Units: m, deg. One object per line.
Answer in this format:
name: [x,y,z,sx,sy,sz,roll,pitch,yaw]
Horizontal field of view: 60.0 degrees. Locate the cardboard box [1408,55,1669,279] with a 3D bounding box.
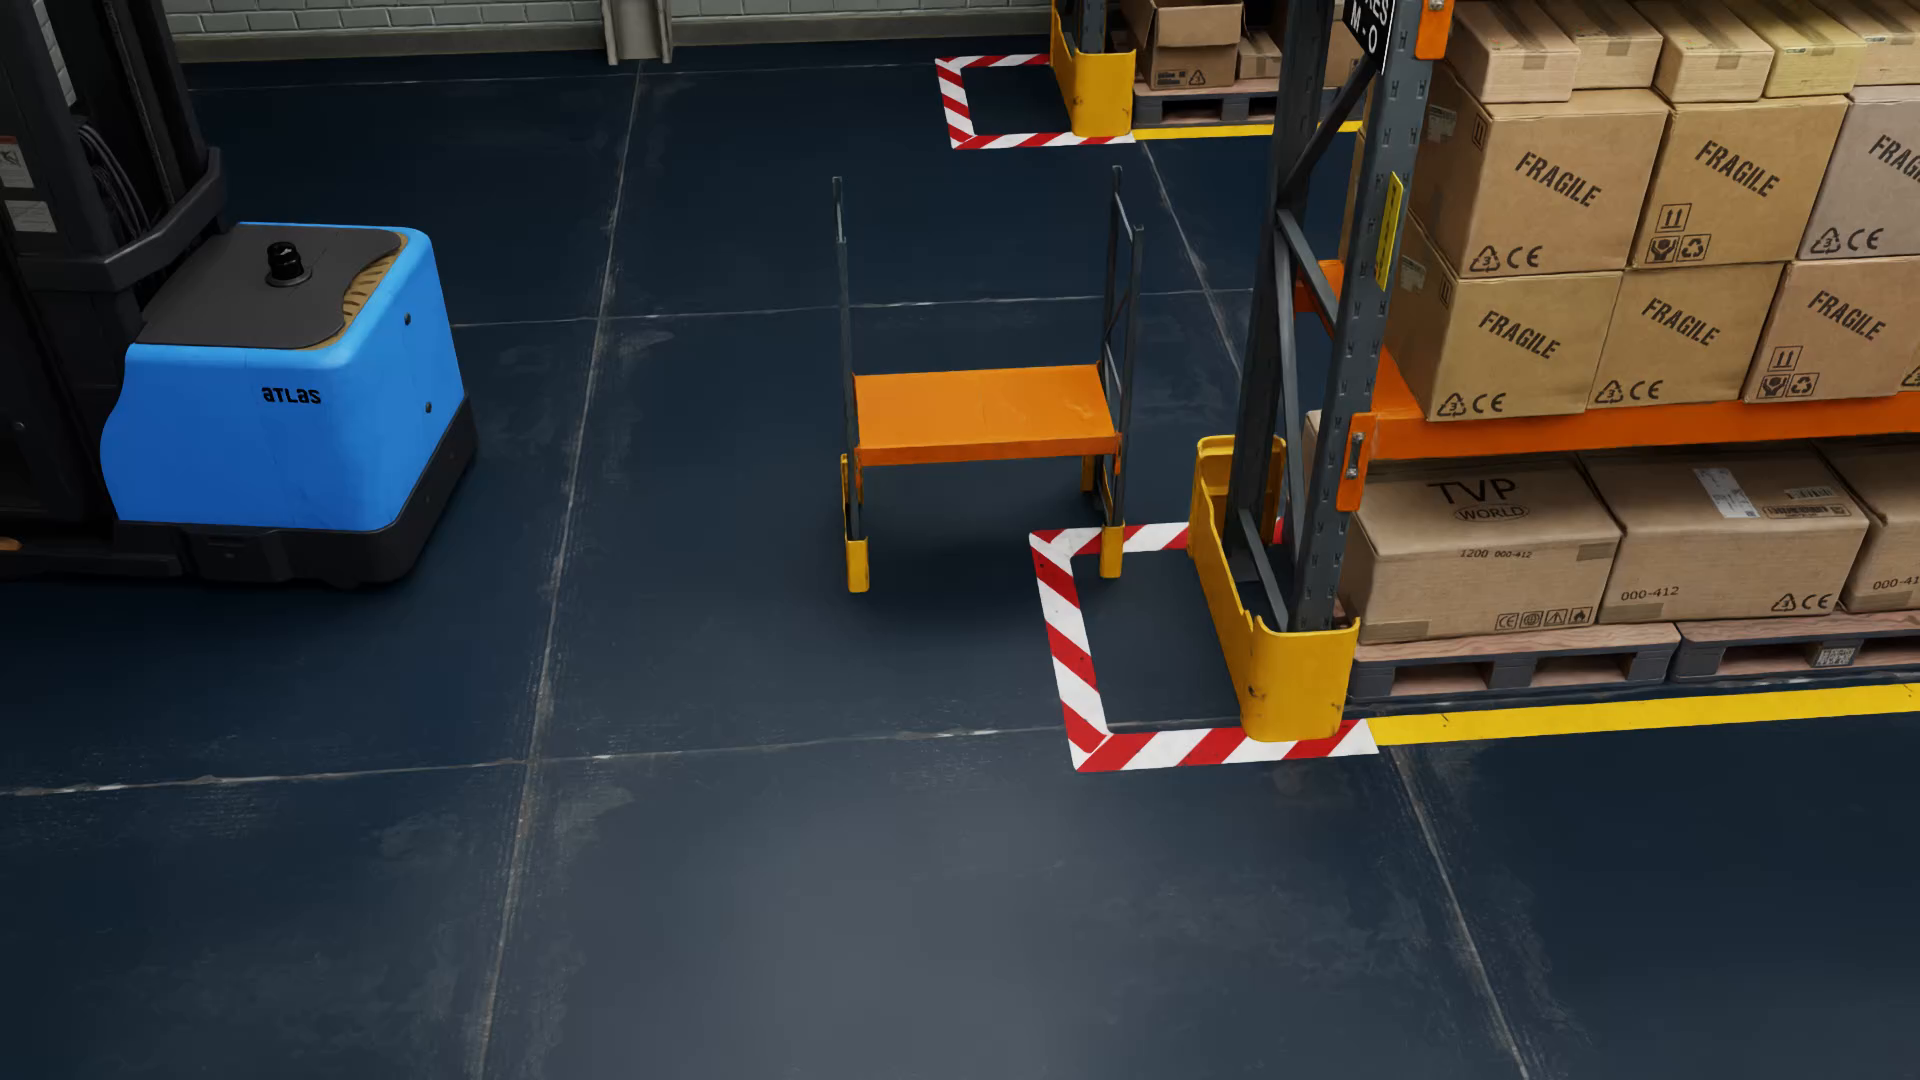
cardboard box: [1.659,-1.116,4.855,0.500,0.500,0.500,-4,38,-5]

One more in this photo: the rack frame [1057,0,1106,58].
rack frame: [0.712,-3.896,9.267,0.127,3.000,1.000,-3,38,-4]

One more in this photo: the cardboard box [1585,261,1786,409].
cardboard box: [2.161,-0.767,5.220,0.500,0.500,0.500,-4,38,-5]

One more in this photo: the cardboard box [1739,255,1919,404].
cardboard box: [2.669,-0.784,5.242,0.500,0.500,0.500,-3,38,-4]

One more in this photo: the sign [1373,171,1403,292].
sign: [1.199,-0.862,4.658,0.005,0.325,0.100,-3,38,-4]

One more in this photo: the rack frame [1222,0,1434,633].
rack frame: [1.156,-0.834,5.385,0.127,3.000,1.000,-3,38,-4]

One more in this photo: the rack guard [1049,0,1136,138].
rack guard: [0.788,-2.919,10.046,0.348,0.500,1.175,-3,38,-4]

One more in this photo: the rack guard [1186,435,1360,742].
rack guard: [1.132,0.149,6.158,0.348,0.500,1.175,-3,38,-4]

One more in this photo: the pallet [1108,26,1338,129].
pallet: [1.582,-2.850,10.192,1.213,0.211,1.003,-3,38,-4]

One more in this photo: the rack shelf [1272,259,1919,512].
rack shelf: [3.148,-0.661,5.747,4.000,0.370,1.077,-3,38,-4]

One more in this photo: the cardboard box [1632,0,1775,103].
cardboard box: [2.058,-1.371,4.654,0.250,0.149,0.380,-2,38,-3]

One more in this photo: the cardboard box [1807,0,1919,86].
cardboard box: [2.575,-1.443,4.746,0.250,0.149,0.380,-3,38,-4]

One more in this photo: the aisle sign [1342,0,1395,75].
aisle sign: [1.110,-1.672,4.348,0.004,0.787,0.394,-3,38,-4]

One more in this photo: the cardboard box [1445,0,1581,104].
cardboard box: [1.534,-1.369,4.652,0.250,0.149,0.380,-2,38,-3]

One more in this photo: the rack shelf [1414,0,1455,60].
rack shelf: [3.148,-1.839,4.818,4.000,0.370,1.077,-3,38,-4]

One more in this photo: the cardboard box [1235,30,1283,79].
cardboard box: [1.756,-2.916,9.987,0.250,0.149,0.380,-5,39,-6]

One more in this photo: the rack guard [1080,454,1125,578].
rack guard: [0.572,-0.130,6.712,0.087,0.250,0.587,-3,38,-4]

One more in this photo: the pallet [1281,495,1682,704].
pallet: [1.945,0.169,6.366,1.213,0.211,1.003,-3,38,-4]

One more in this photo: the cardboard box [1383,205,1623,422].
cardboard box: [1.659,-0.722,5.163,0.500,0.500,0.500,-3,38,-4]

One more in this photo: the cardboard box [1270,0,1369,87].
cardboard box: [2.185,-3.078,9.908,0.500,0.500,0.700,-2,38,-2]

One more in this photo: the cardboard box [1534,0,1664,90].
cardboard box: [1.788,-1.427,4.726,0.250,0.149,0.380,-2,38,-3]

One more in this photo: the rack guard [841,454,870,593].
rack guard: [-0.420,-0.075,6.643,0.087,0.250,0.587,-3,38,-4]

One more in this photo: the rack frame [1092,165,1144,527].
rack frame: [0.591,-0.621,6.327,0.032,1.500,0.500,-3,38,-4]

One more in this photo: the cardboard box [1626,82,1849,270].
cardboard box: [2.173,-1.149,4.897,0.500,0.500,0.500,-4,38,-5]

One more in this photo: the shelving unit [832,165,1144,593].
shelving unit: [0.076,-0.593,6.291,1.083,1.500,0.587,-3,38,-4]

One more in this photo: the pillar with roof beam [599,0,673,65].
pillar with roof beam: [-1.672,-4.004,4.559,0.400,9.000,9.100,-3,38,-4]

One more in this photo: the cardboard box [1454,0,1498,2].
cardboard box: [1.495,-1.664,5.025,0.250,0.149,0.380,-3,38,-3]

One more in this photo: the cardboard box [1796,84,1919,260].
cardboard box: [2.685,-1.182,4.939,0.500,0.500,0.500,-3,38,-4]

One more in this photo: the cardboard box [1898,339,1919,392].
cardboard box: [3.166,-0.822,5.289,0.500,0.500,0.500,-2,38,-2]

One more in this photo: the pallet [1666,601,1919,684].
pallet: [3.157,0.104,6.448,1.213,0.211,1.003,-3,38,-4]

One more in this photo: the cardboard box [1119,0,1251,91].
cardboard box: [1.330,-3.056,9.878,0.637,0.503,0.797,-5,39,-6]

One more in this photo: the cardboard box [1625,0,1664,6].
cardboard box: [1.996,-1.759,5.146,0.250,0.149,0.380,-3,38,-4]

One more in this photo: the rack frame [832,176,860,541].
rack frame: [-0.421,-0.566,6.256,0.032,1.500,0.500,-3,38,-4]

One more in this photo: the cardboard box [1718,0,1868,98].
cardboard box: [2.318,-1.396,4.687,0.250,0.149,0.380,-4,38,-5]

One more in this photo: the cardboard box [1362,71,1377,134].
cardboard box: [1.615,-1.439,5.264,0.500,0.500,0.500,-2,38,-2]

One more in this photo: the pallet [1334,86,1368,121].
pallet: [2.794,-2.915,10.274,1.213,0.211,1.003,-3,38,-4]

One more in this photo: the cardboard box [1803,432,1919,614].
cardboard box: [3.613,-0.195,6.305,0.875,0.438,0.875,-4,38,-5]

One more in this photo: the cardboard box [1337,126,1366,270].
cardboard box: [1.613,-1.063,5.595,0.500,0.500,0.500,-3,38,-4]

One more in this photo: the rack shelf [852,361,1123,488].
rack shelf: [0.085,-0.452,6.403,1.000,0.185,0.538,-3,38,-4]

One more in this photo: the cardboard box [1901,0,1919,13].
cardboard box: [2.827,-1.431,4.731,0.250,0.149,0.380,-3,38,-4]

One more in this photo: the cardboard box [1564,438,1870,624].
cardboard box: [2.715,-0.146,6.243,0.875,0.438,0.875,-2,38,-3]

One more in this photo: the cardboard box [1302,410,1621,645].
cardboard box: [1.804,-0.091,6.173,0.875,0.438,0.875,-4,38,-6]

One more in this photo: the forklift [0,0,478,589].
forklift: [-3.620,-1.319,6.056,3.031,2.935,1.130,3,38,3]
